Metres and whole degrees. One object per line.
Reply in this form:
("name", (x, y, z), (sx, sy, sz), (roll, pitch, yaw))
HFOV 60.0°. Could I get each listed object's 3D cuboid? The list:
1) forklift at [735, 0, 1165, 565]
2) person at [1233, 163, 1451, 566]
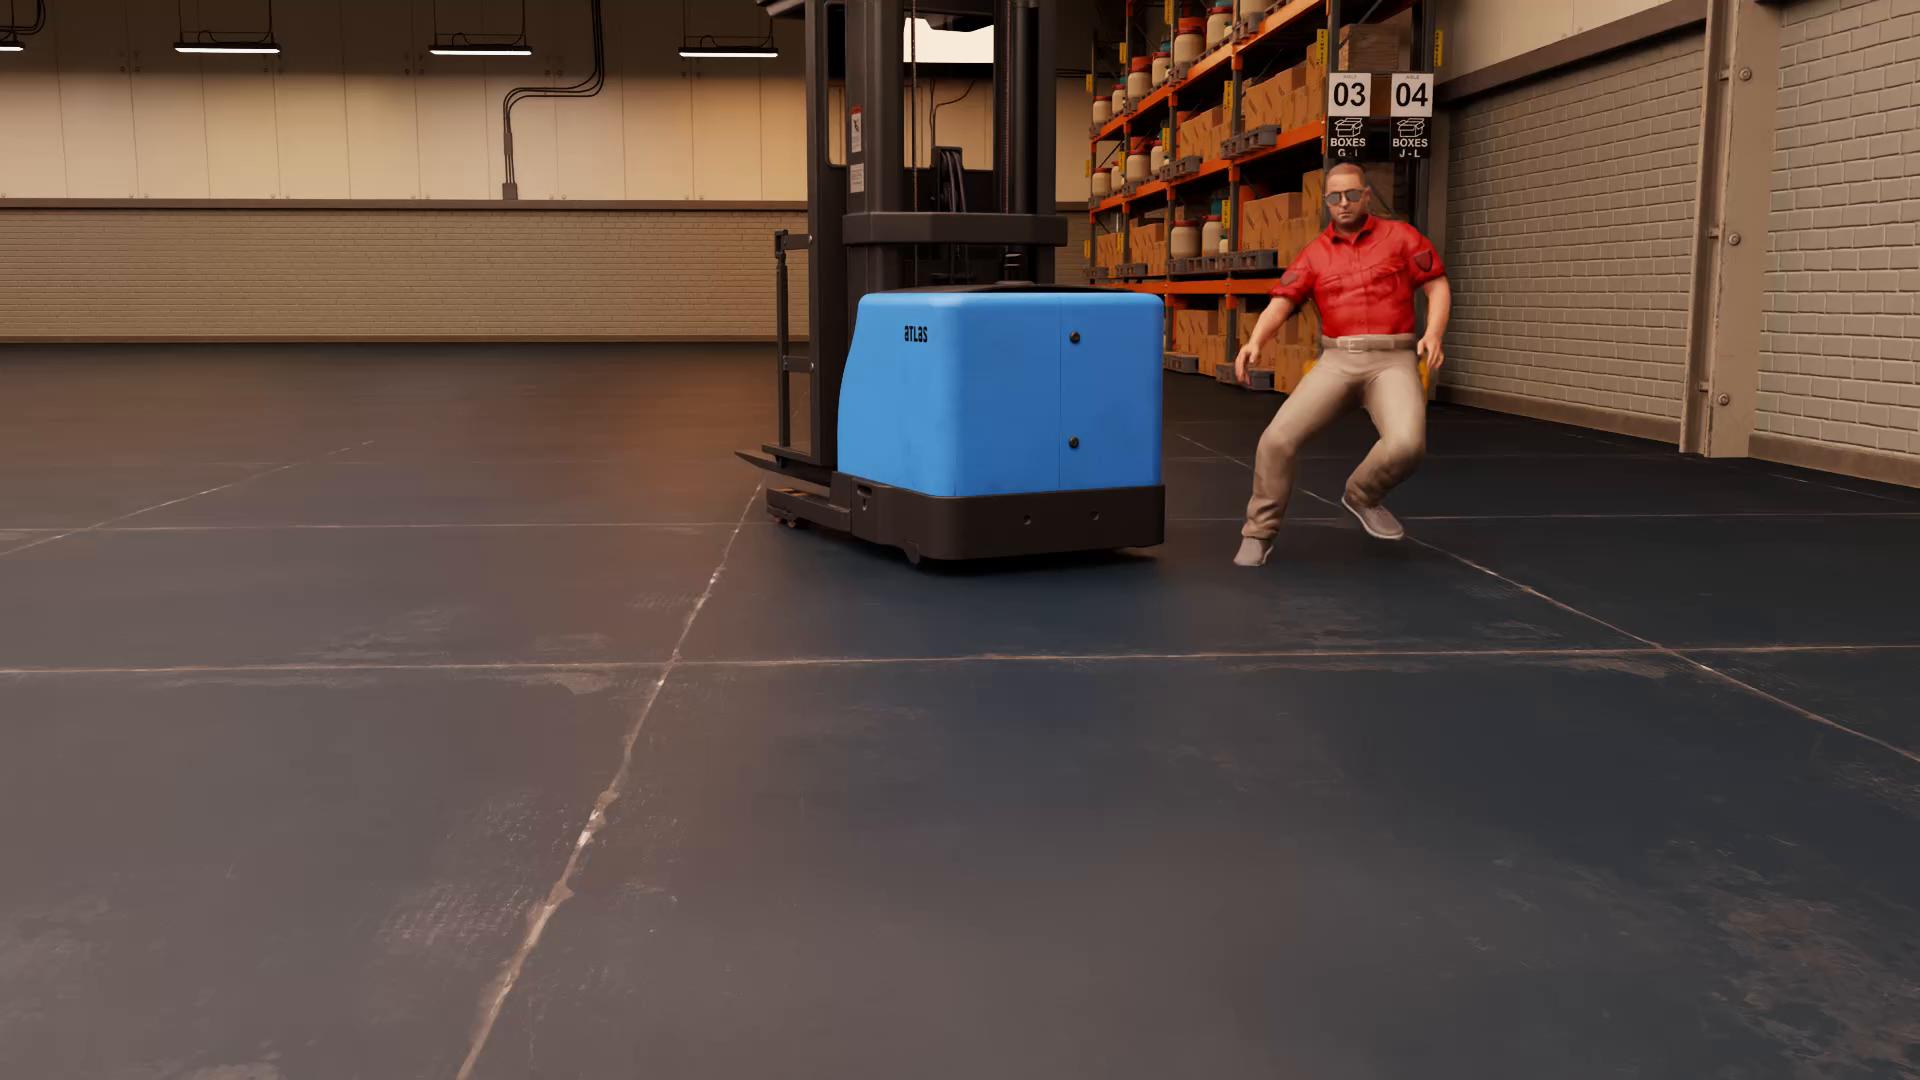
("forklift", (-0.264, -1.530, 7.637), (1.130, 2.935, 3.031), (-4, 9, -25))
("person", (1.512, -0.674, 6.562), (0.784, 1.615, 0.649), (4, 9, 24))
